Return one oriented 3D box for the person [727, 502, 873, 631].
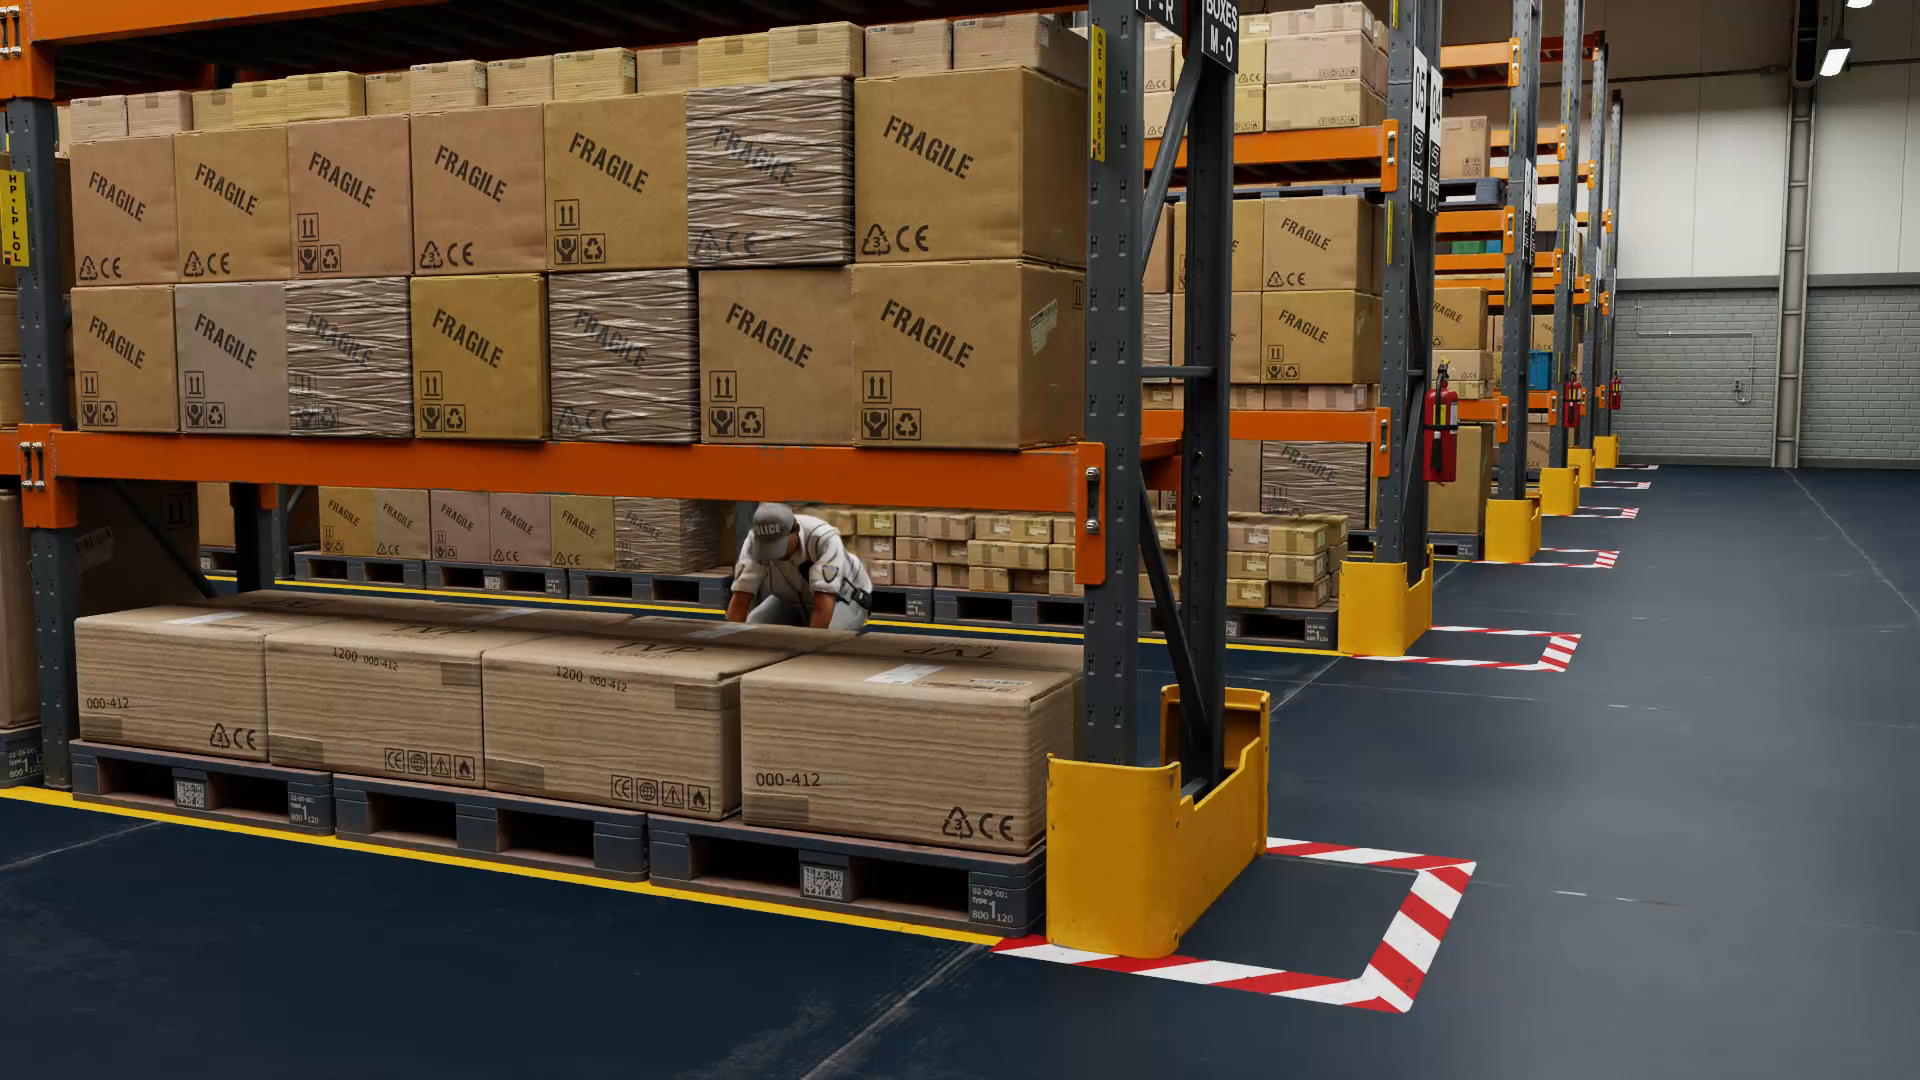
[{"bbox_3d":[-0.693,0.296,7.261,0.530,0.986,0.840,2,6,23],"label":"person"}]
